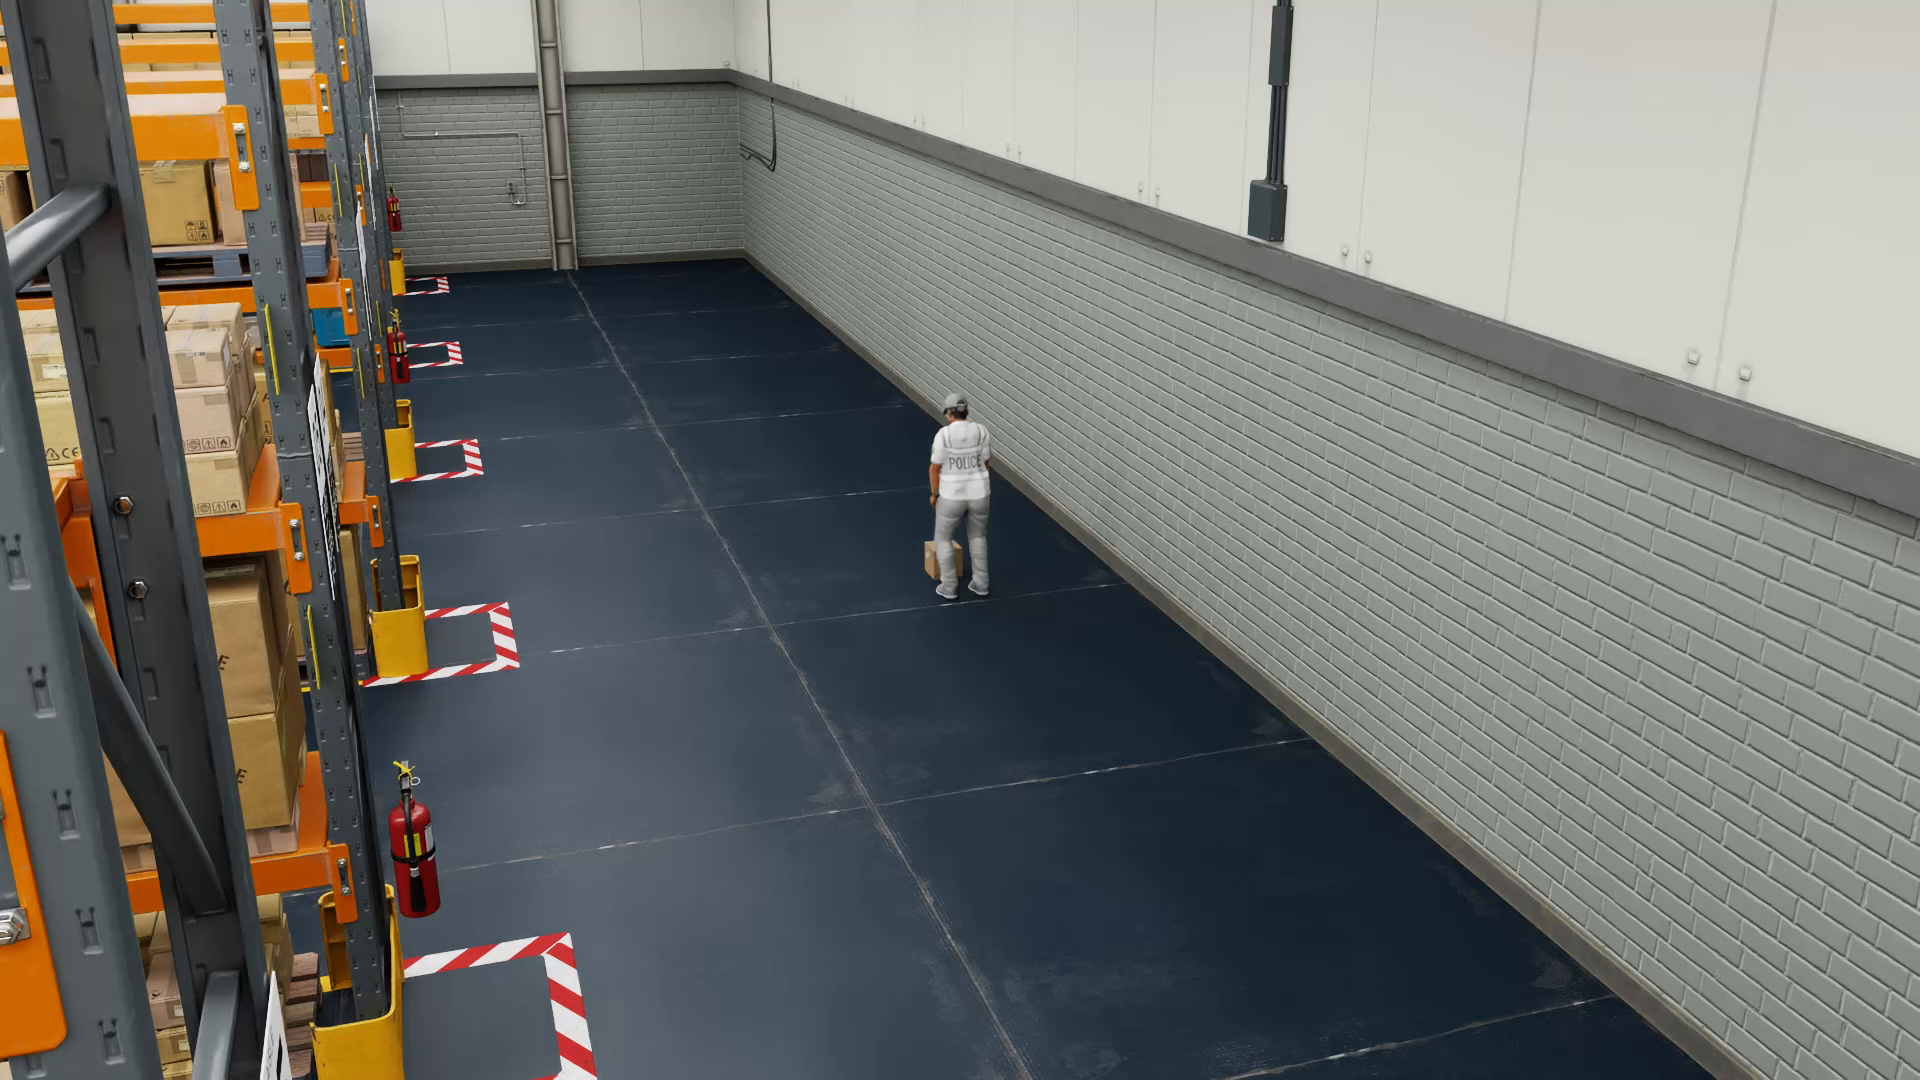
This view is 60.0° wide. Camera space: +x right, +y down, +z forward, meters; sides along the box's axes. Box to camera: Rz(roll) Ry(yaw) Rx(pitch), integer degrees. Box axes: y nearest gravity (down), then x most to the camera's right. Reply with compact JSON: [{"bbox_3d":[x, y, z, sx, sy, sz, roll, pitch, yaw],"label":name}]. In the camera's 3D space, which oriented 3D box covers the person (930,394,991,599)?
[{"bbox_3d":[-0.006,-0.336,13.079,0.486,1.638,0.440,-6,20,-16],"label":"person"}]
